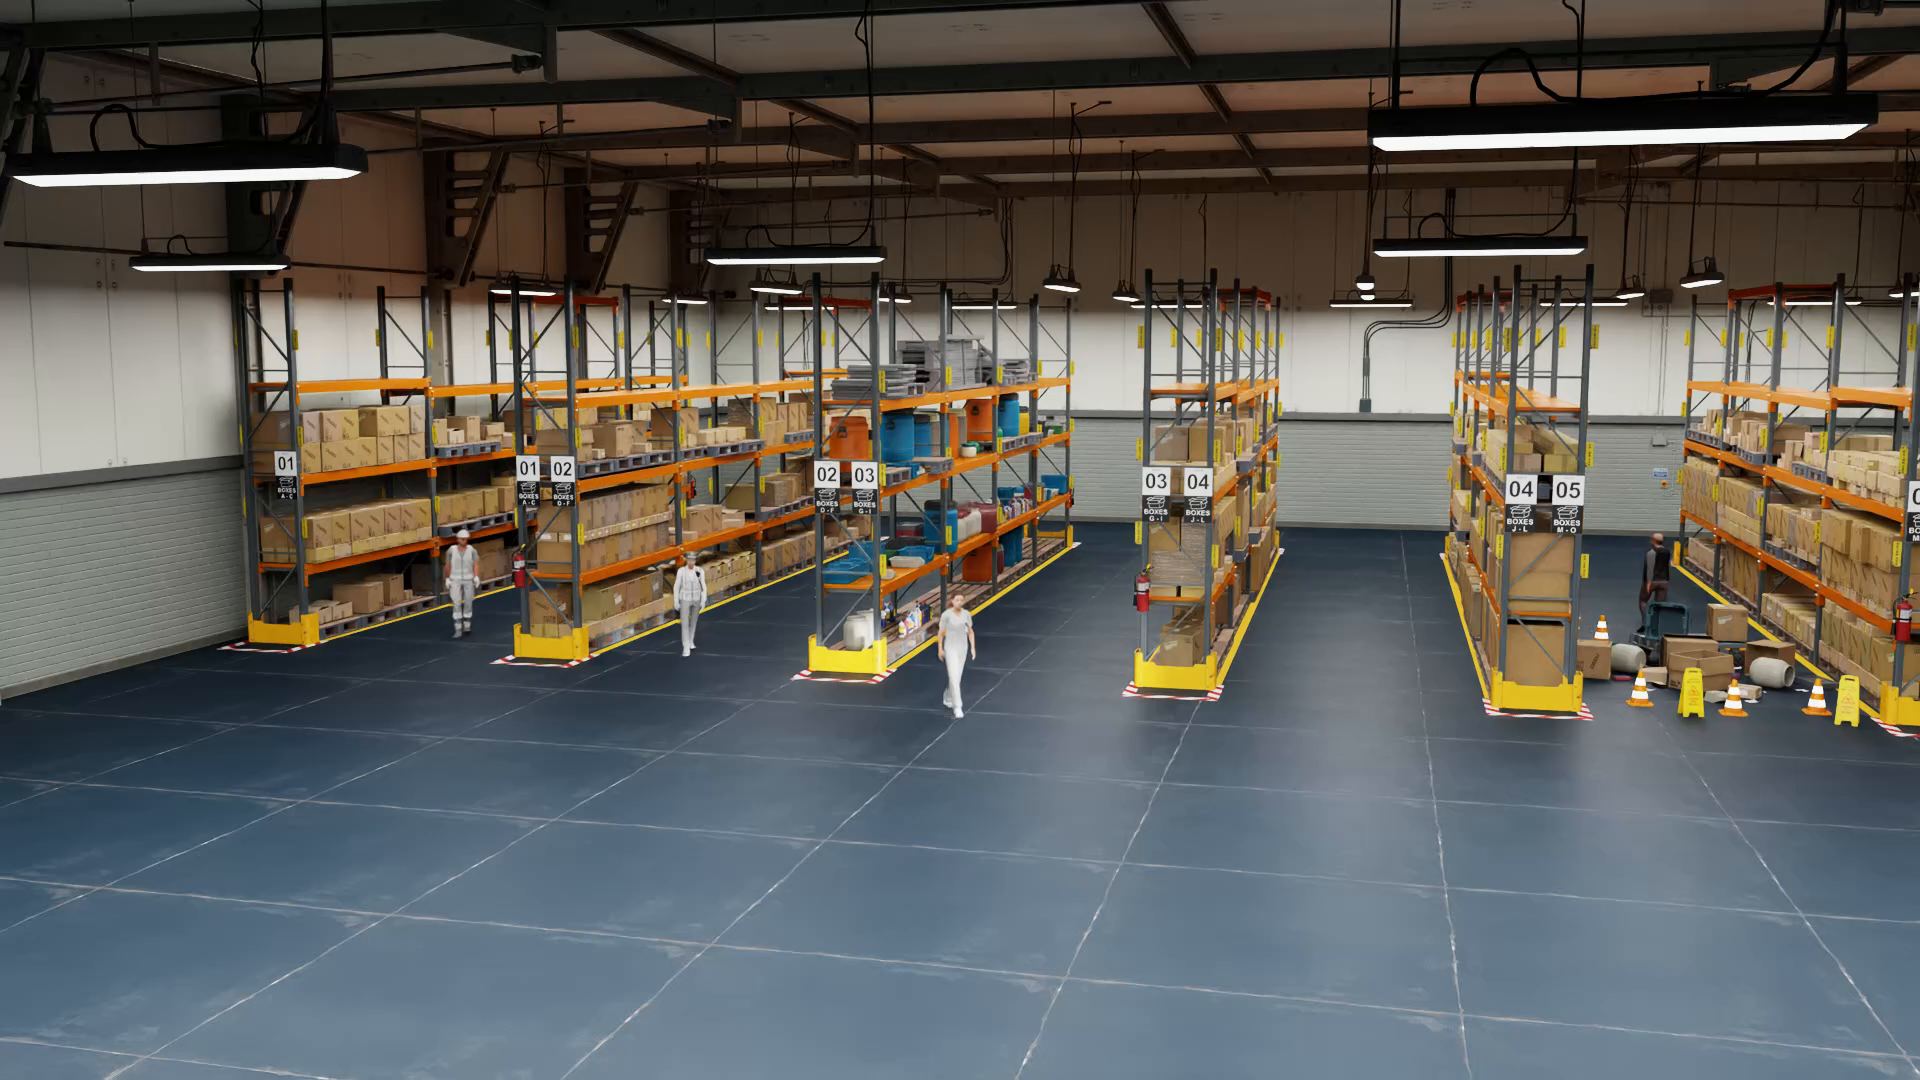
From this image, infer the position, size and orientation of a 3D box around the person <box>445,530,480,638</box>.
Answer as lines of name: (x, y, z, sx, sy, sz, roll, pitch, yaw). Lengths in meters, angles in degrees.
person: (-8.468, 0.729, 28.364, 0.559, 1.790, 0.750, -3, 7, -23)

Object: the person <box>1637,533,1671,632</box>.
person: (11.905, 0.765, 28.364, 0.520, 1.745, 0.554, 0, 7, 0)

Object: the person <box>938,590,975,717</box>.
person: (-0.022, 1.493, 22.353, 0.473, 1.640, 0.856, -4, 8, -30)

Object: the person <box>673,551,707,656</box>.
person: (-4.309, 0.982, 26.639, 0.513, 1.625, 0.887, -3, 8, -24)
